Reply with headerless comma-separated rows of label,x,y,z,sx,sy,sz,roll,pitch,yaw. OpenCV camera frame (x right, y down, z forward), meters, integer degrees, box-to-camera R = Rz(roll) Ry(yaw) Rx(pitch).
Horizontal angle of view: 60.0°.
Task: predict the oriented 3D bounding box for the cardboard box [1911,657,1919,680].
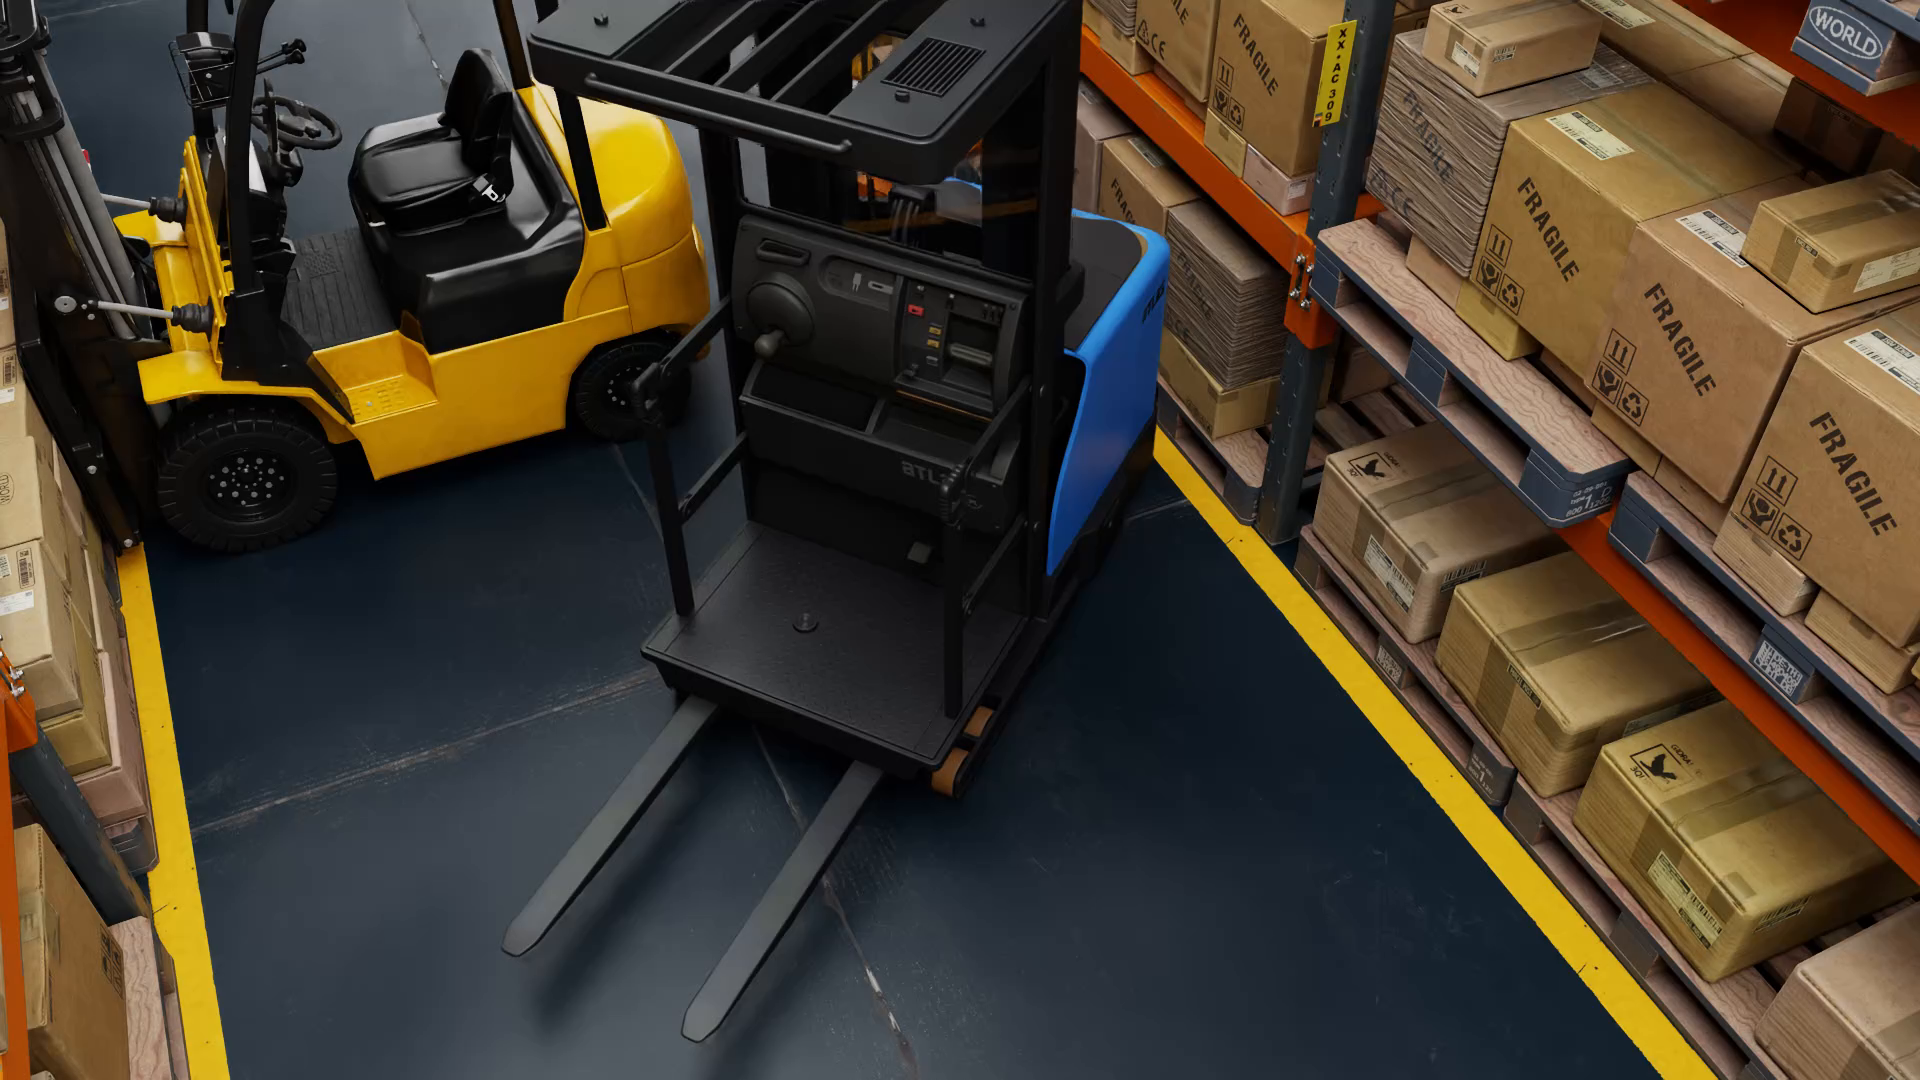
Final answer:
cardboard box,2.389,0.180,3.350,0.500,0.500,0.500,-21,48,-20

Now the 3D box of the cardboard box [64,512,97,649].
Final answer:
cardboard box,-3.048,0.177,5.238,0.500,0.250,0.500,-18,47,-18

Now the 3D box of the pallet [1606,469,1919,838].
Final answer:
pallet,2.404,0.145,4.104,1.003,0.211,1.213,-18,47,-17

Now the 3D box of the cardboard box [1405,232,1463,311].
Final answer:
cardboard box,1.537,-0.838,4.843,0.380,0.149,0.250,-17,47,-17

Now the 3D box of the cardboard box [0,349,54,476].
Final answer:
cardboard box,-3.255,-0.325,5.390,0.500,0.250,0.500,-17,47,-16

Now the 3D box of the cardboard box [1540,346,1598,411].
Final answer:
cardboard box,1.823,-0.518,4.519,0.380,0.149,0.250,-15,47,-15

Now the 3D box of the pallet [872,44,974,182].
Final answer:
pallet,0.251,-2.203,8.332,1.003,0.211,1.213,-18,47,-17

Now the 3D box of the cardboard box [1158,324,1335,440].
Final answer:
cardboard box,1.099,-0.691,6.474,0.500,0.250,0.500,-16,47,-16

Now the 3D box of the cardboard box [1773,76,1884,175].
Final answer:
cardboard box,2.292,-1.082,4.167,0.380,0.149,0.250,-19,48,-19

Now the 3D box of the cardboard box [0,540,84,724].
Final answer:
cardboard box,-2.829,0.318,4.739,0.500,0.250,0.500,-19,48,-18

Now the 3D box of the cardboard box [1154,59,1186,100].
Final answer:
cardboard box,0.938,-1.757,6.074,0.380,0.149,0.250,-19,48,-18

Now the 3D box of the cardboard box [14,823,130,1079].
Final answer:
cardboard box,-2.681,1.270,4.219,0.875,0.625,0.625,-16,47,-16

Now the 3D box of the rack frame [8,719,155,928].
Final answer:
rack frame,-2.911,0.245,3.866,1.000,3.000,0.127,-18,47,-17

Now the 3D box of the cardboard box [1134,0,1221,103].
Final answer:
cardboard box,0.956,-1.900,5.757,0.500,0.500,0.500,-17,47,-16

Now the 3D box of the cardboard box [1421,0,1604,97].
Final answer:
cardboard box,1.468,-1.341,4.429,0.380,0.149,0.250,-18,47,-18

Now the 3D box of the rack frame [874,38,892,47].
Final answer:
rack frame,-0.091,-3.772,7.937,1.000,3.000,0.127,-18,47,-17

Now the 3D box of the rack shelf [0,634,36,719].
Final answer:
rack shelf,-3.752,-0.773,5.410,1.077,0.370,4.000,-18,47,-17

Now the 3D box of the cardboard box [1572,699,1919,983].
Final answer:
cardboard box,2.413,0.796,4.880,0.950,0.372,0.625,-17,47,-16

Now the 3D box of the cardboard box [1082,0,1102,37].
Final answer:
cardboard box,0.669,-2.067,6.388,0.380,0.149,0.250,-19,48,-18

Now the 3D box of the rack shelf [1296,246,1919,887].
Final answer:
rack shelf,2.432,0.307,4.315,1.077,0.370,4.000,-18,47,-17

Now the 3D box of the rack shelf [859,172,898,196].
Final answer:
rack shelf,-0.154,-1.335,6.526,0.480,0.148,0.258,29,51,26

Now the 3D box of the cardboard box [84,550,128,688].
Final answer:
cardboard box,-3.041,0.349,5.419,0.500,0.250,0.500,-19,48,-18

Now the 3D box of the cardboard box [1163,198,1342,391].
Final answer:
cardboard box,1.099,-0.959,6.211,0.500,0.500,0.500,-19,48,-18

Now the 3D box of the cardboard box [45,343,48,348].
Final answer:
cardboard box,-3.460,-0.469,5.893,0.500,0.250,0.500,-18,47,-18

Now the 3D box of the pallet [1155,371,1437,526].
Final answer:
pallet,1.277,-0.648,6.757,1.003,0.211,1.213,-18,47,-17

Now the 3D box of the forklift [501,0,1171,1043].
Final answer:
forklift,-0.348,-0.568,4.739,1.130,2.935,3.031,19,48,18

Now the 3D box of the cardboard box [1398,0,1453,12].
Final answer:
cardboard box,1.603,-2.065,5.212,0.700,0.500,0.500,-18,48,-18

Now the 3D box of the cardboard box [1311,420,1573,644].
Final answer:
cardboard box,1.814,-0.104,5.791,0.950,0.372,0.625,-17,47,-17

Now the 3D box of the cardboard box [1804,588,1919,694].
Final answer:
cardboard box,2.198,0.162,3.830,0.380,0.149,0.250,-19,48,-19

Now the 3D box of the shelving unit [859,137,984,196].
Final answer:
shelving unit,-0.154,-1.223,6.636,0.503,1.200,0.258,29,51,26

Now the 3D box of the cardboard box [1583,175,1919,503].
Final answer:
cardboard box,1.935,-0.493,4.032,0.500,0.500,0.500,-18,47,-18

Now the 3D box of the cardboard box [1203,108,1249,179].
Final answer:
cardboard box,1.068,-1.405,5.718,0.380,0.149,0.250,-17,47,-17

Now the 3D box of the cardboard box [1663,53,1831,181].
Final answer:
cardboard box,2.203,-0.972,4.517,0.500,0.500,0.500,-18,47,-17

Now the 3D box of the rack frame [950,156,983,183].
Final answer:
rack frame,0.038,-1.118,6.529,0.015,1.200,0.240,29,51,26

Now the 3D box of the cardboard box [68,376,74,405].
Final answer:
cardboard box,-3.467,-0.303,6.080,0.500,0.250,0.500,-17,47,-16

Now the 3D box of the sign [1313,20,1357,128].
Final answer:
sign,1.102,-1.366,4.883,0.100,0.325,0.005,-18,47,-17

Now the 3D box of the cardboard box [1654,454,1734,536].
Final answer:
cardboard box,1.995,-0.184,4.180,0.380,0.149,0.250,-18,47,-17

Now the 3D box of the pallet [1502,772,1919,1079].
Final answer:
pallet,2.437,1.044,5.042,1.003,0.211,1.213,-18,47,-17

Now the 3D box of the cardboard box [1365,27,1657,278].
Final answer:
cardboard box,1.528,-1.131,4.678,0.500,0.500,0.500,-17,47,-16

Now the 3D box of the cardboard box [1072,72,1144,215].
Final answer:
cardboard box,0.668,-1.607,6.868,0.500,0.500,0.500,-16,47,-15

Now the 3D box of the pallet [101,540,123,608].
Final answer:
pallet,-3.724,-0.060,6.160,1.003,0.211,1.213,-18,47,-17

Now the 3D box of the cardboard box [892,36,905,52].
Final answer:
cardboard box,-0.002,-2.347,8.152,0.500,0.250,0.500,-18,48,-18

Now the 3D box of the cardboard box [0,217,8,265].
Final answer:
cardboard box,-3.675,-0.987,6.061,0.500,0.250,0.500,-17,47,-17
